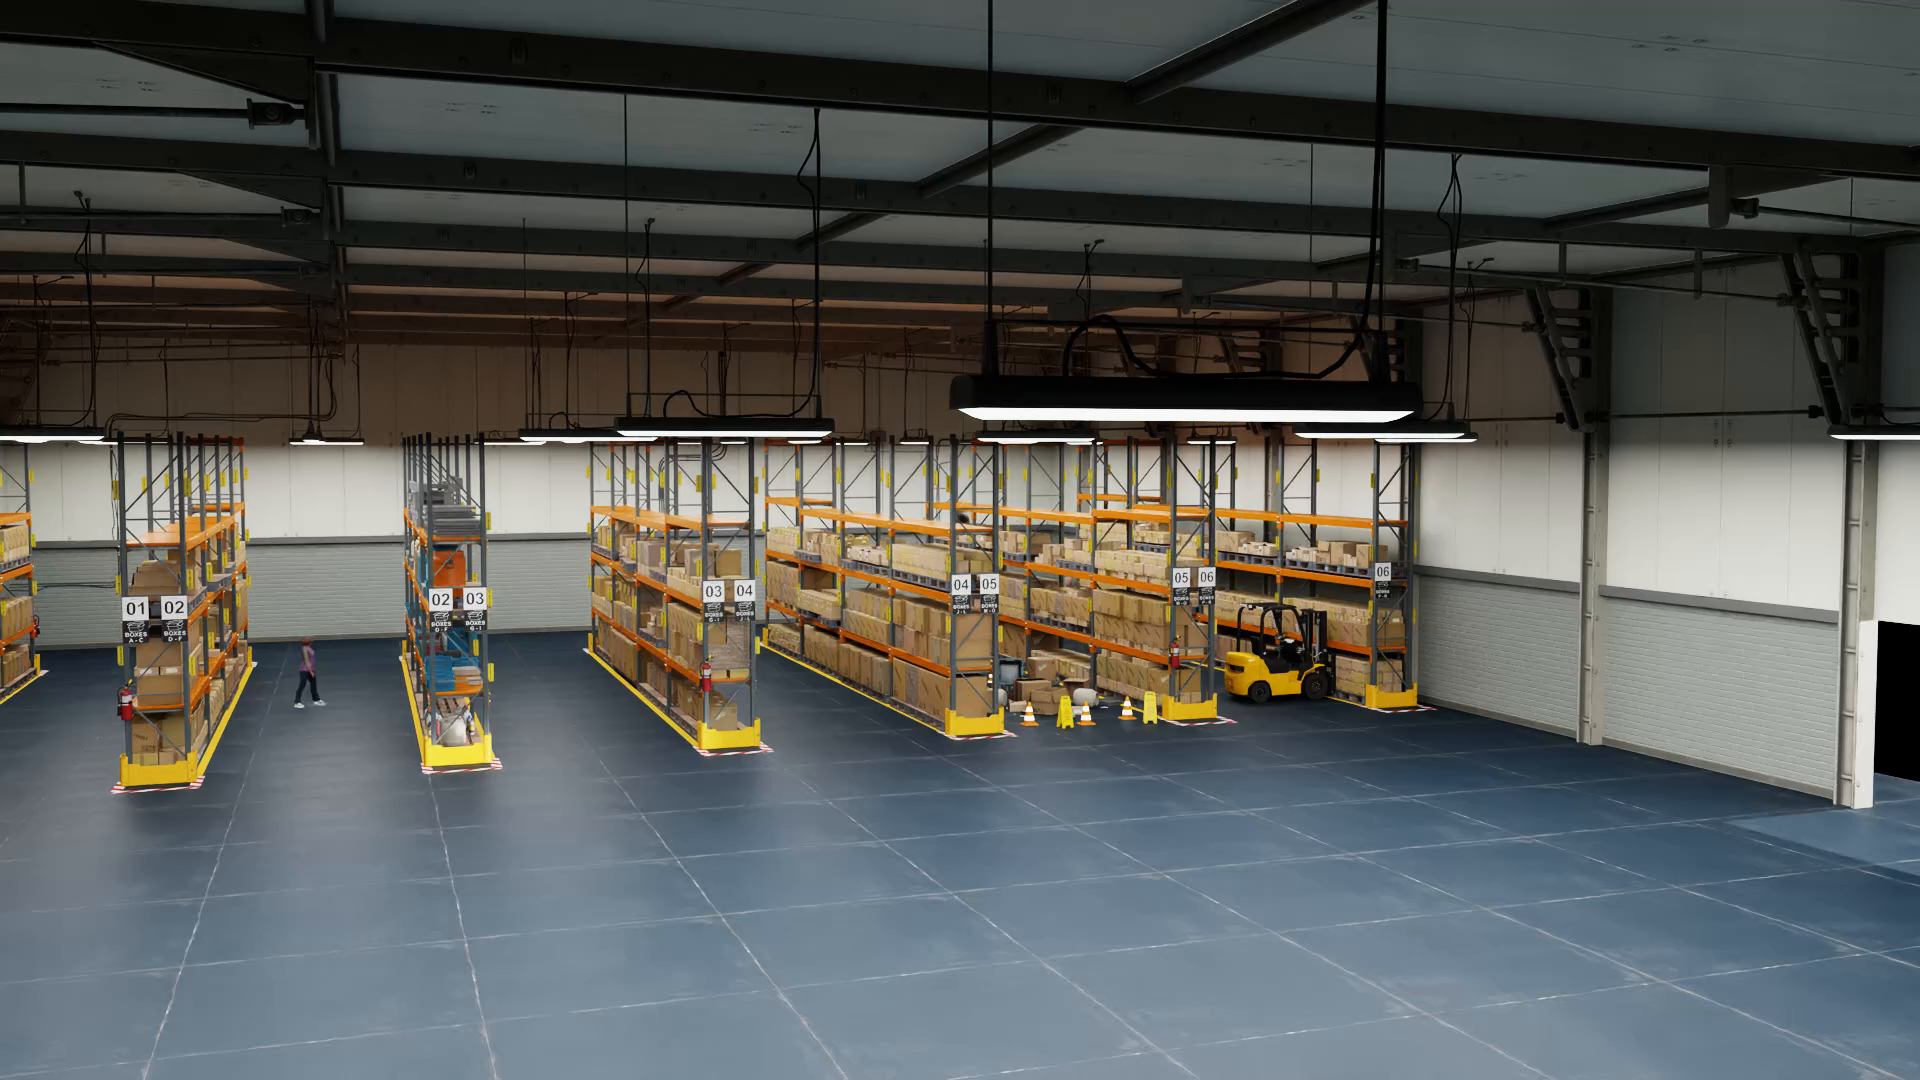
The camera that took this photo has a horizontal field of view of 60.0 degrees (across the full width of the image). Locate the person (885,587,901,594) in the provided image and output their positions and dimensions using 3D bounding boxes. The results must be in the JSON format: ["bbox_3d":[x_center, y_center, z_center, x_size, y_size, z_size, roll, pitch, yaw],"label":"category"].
[{"bbox_3d":[-1.947,2.001,48.560,0.597,1.793,0.402,1,3,18],"label":"person"}]

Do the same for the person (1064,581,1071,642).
[{"bbox_3d":[2.950,2.077,47.714,0.584,1.824,0.595,-2,4,-37],"label":"person"}]

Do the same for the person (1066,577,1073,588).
[{"bbox_3d":[3.153,2.002,49.298,0.483,1.789,0.595,-3,4,-45],"label":"person"}]

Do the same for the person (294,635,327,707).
[{"bbox_3d":[-14.380,2.892,36.729,0.581,1.597,0.561,0,3,-1],"label":"person"}]
